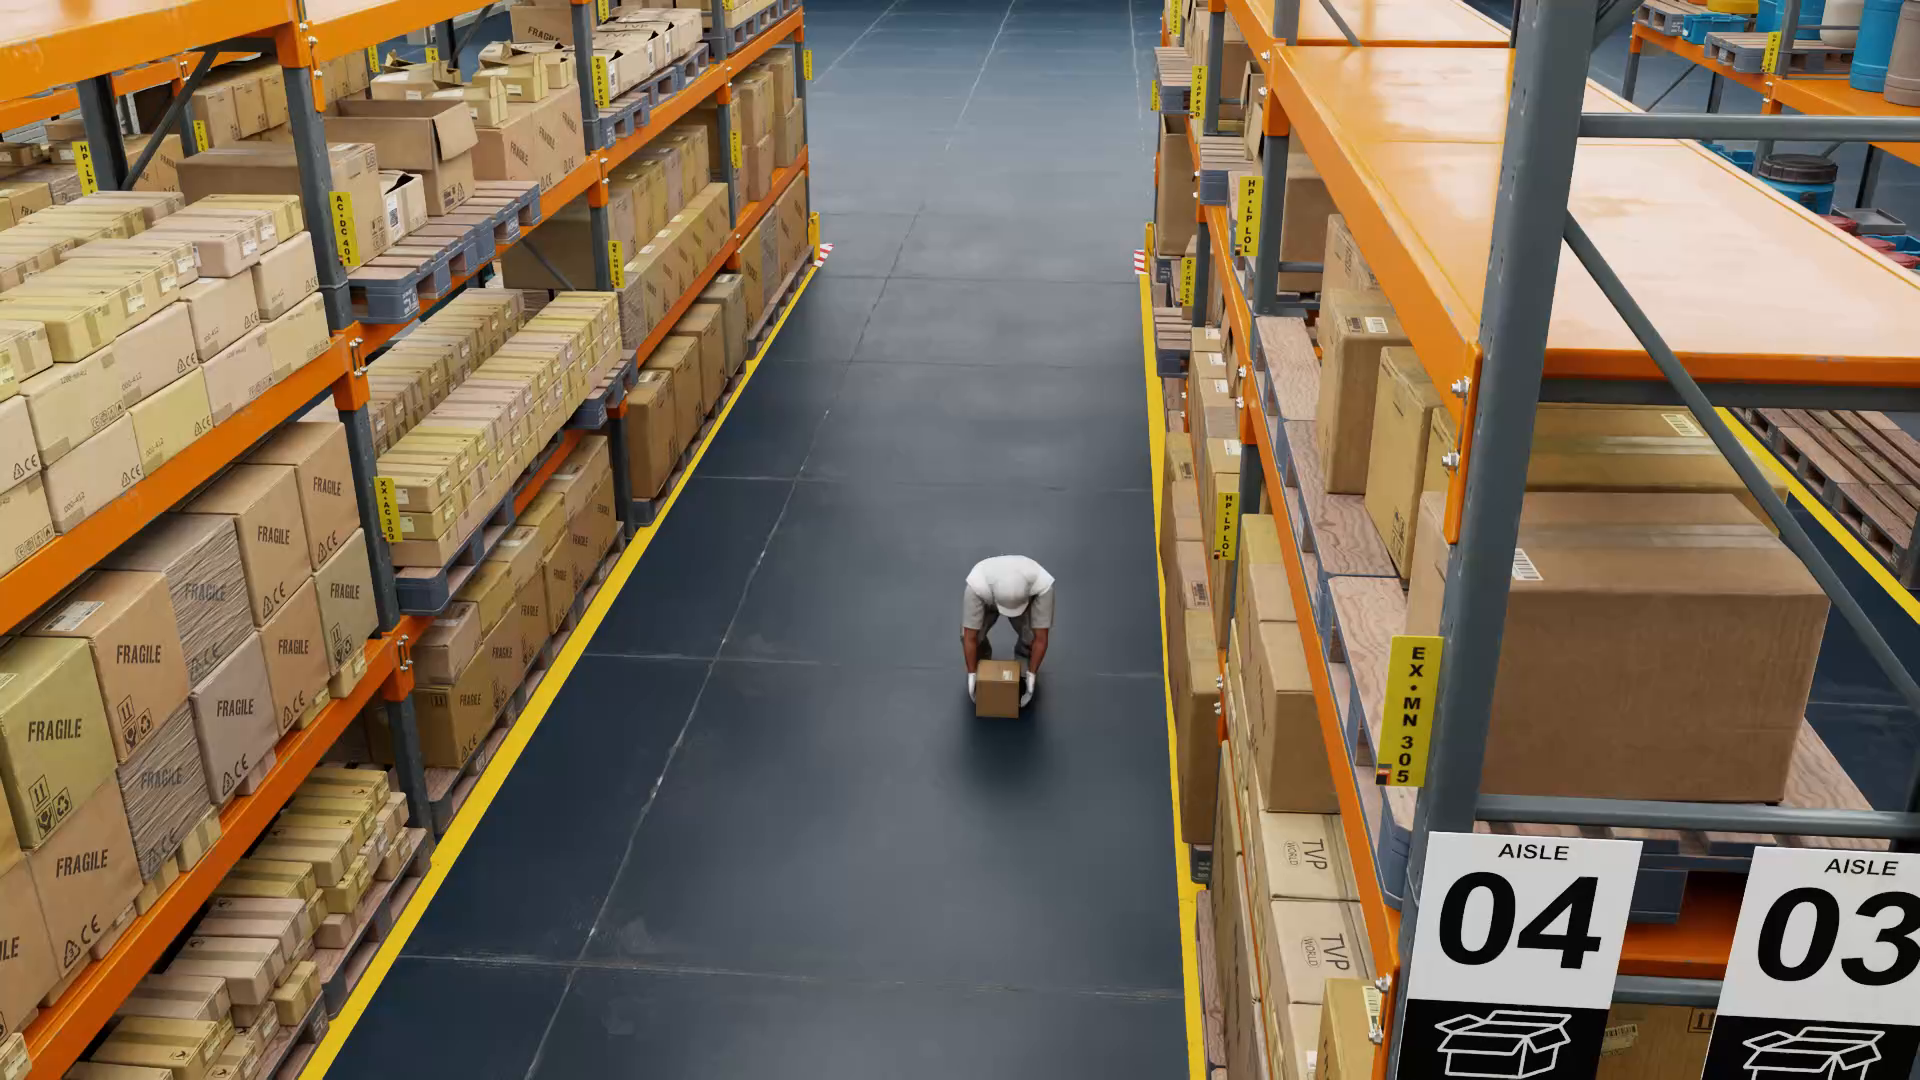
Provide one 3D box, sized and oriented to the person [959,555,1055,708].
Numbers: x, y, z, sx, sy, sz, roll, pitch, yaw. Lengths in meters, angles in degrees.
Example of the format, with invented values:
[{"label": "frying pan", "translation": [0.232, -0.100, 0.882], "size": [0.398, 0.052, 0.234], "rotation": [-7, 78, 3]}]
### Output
[{"label": "person", "translation": [0.285, 0.451, 10.077], "size": [0.578, 0.896, 0.911], "rotation": [2, 24, 4]}]
